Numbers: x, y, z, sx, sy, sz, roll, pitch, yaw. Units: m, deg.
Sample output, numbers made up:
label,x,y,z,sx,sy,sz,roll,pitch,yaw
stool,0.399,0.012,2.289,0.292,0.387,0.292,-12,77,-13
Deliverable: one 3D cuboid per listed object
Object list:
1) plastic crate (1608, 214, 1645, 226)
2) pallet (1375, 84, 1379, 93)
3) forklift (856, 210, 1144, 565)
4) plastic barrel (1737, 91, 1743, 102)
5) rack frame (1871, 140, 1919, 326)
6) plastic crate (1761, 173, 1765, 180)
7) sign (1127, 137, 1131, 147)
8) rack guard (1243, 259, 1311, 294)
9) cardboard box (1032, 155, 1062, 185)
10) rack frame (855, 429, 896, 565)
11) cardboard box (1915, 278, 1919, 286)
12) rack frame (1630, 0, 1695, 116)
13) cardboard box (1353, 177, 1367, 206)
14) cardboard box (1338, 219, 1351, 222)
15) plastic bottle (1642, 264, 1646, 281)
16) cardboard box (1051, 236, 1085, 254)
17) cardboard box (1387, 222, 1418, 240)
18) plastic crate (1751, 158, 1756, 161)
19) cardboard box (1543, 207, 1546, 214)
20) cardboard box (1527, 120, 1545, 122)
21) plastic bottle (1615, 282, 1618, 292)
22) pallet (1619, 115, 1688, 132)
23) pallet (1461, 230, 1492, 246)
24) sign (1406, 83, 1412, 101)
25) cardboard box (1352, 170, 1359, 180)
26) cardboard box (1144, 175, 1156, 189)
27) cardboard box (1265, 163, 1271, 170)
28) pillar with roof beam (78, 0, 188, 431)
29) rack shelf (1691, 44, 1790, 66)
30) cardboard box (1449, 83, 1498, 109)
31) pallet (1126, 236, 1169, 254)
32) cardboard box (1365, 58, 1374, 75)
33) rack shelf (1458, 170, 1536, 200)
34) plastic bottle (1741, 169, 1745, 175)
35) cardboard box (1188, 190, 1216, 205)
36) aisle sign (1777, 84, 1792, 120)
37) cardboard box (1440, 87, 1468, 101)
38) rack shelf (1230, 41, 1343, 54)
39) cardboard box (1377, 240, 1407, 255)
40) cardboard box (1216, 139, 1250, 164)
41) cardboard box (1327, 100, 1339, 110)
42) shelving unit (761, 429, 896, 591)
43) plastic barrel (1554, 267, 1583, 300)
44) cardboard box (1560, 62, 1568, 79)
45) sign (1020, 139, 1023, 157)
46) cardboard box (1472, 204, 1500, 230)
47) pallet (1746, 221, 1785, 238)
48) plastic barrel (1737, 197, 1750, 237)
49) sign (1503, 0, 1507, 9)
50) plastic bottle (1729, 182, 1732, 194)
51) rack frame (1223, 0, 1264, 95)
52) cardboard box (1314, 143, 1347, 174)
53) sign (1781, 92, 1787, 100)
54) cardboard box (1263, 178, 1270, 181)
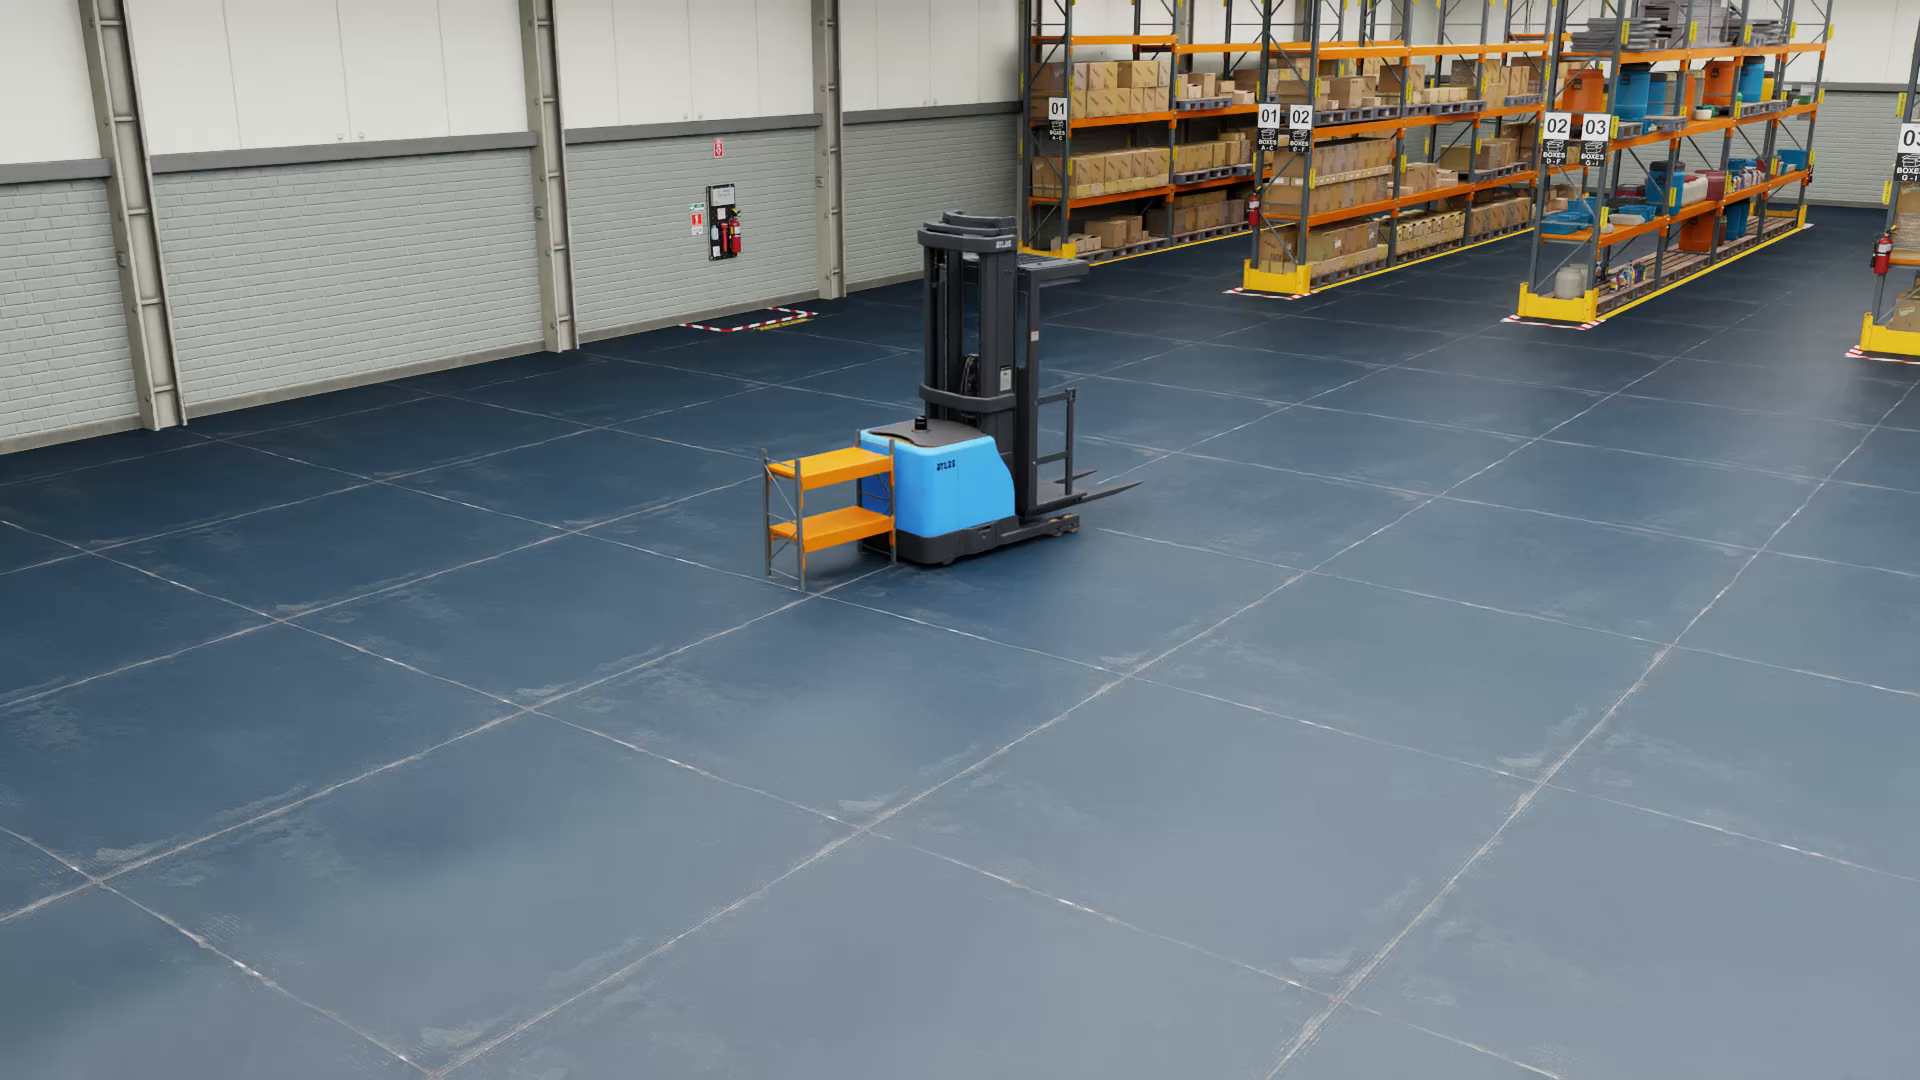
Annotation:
label,x,y,z,sx,sy,sz,roll,pitch,yaw
plastic crate,11.216,-5.388,27.986,0.530,0.136,0.437,12,21,35
pallet,10.014,-11.474,42.231,1.003,0.211,1.213,12,21,35
forklift,0.474,-1.530,15.236,3.031,2.935,1.130,-15,23,-41
plastic barrel,15.180,-8.668,32.602,0.294,0.245,0.294,0,17,0
rack frame,13.575,-4.117,23.450,1.000,3.000,0.127,12,21,35
plastic crate,17.139,-7.839,35.778,0.396,0.136,0.243,12,21,35
sign,3.576,-8.346,35.115,0.100,0.325,0.005,12,21,35
rack guard,5.607,-4.669,29.442,1.175,0.500,0.348,12,21,35
cardboard box,1.751,-7.189,32.296,0.500,0.500,0.500,12,21,34
rack frame,-0.737,-0.376,14.563,0.032,1.125,0.500,-15,23,-41
cardboard box,15.353,-3.851,26.099,0.500,0.500,0.500,-12,21,-33
rack frame,11.980,-8.810,28.446,1.000,3.000,0.127,12,21,35
cardboard box,7.134,-6.517,31.008,0.700,0.500,0.500,13,21,35
cardboard box,7.185,-5.891,31.826,0.500,0.500,0.500,12,21,35
plastic bottle,11.959,-4.685,29.117,0.061,0.283,0.133,14,22,37
cardboard box,2.125,-5.818,32.719,0.500,0.311,0.500,10,20,29
cardboard box,8.753,-6.149,32.976,0.500,0.311,0.500,12,21,34
plastic crate,18.327,-8.594,38.049,0.416,0.233,0.300,12,21,35
cardboard box,13.702,-7.853,39.516,0.380,0.166,0.250,12,21,35
cardboard box,13.769,-9.780,39.832,0.500,0.500,0.500,12,21,34
plastic bottle,10.989,-4.267,27.911,0.097,0.201,0.097,0,17,0
pallet,11.629,-7.098,28.310,1.213,0.211,1.003,12,21,35
pallet,10.863,-6.613,36.190,1.003,0.211,1.213,12,21,35
sign,8.451,-8.441,31.310,0.100,0.325,0.005,12,21,35
cardboard box,7.101,-6.710,30.538,0.380,0.149,0.250,13,22,36
cardboard box,3.682,-7.350,34.080,0.500,0.250,0.500,13,21,35
cardboard box,6.947,-8.634,38.385,0.380,0.149,0.250,13,21,35
pillar with roof beam,-5.905,-4.880,15.790,9.100,9.000,0.400,12,21,35
rack shelf,15.555,-9.705,33.214,1.077,0.370,4.000,12,21,35
cardboard box,10.925,-9.485,35.511,0.910,0.500,0.500,12,21,35
pallet,3.652,-6.198,34.852,1.003,0.211,1.213,12,21,35
cardboard box,10.032,-11.931,41.665,0.500,0.500,0.500,13,21,35
rack shelf,11.580,-7.907,36.866,1.077,0.370,4.000,12,21,35
plastic bottle,16.236,-7.532,34.528,0.144,0.351,0.185,12,21,35
cardboard box,5.328,-7.594,36.855,0.500,0.250,0.500,12,21,34
aisle sign,18.935,-10.114,38.379,0.394,0.787,0.004,12,21,35
cardboard box,10.163,-9.217,34.361,0.500,0.250,0.500,11,20,31
rack shelf,7.599,-11.455,38.852,1.077,0.370,4.000,12,21,35
cardboard box,8.444,-5.761,32.672,0.500,0.250,0.500,12,21,33
cardboard box,6.135,-8.792,37.595,0.700,0.500,0.500,10,20,28
cardboard box,6.464,-7.697,29.401,0.380,0.149,0.250,12,21,35
shelving unit,-1.110,-0.273,14.232,1.048,1.125,0.538,-15,23,-41
plastic barrel,9.928,-4.175,27.123,0.421,0.512,0.421,0,17,0
cardboard box,13.735,-11.021,38.770,0.700,0.500,0.500,12,21,35
sign,1.207,-7.550,32.018,0.100,0.325,0.005,12,21,35
cardboard box,11.499,-7.092,36.504,0.500,0.500,0.500,12,21,34
pallet,17.880,-6.993,37.411,1.003,0.211,1.213,12,21,35
plastic barrel,16.409,-6.922,35.313,0.600,0.901,0.708,12,21,35
sign,12.346,-12.176,37.576,0.100,0.325,0.005,12,21,35
plastic bottle,15.273,-7.022,33.001,0.061,0.283,0.133,12,21,35
rack frame,6.407,-11.513,37.152,1.000,3.000,0.127,12,21,35
cardboard box,6.550,-6.904,30.067,0.700,0.500,0.500,13,21,35
sign,17.188,-9.190,34.711,0.100,0.325,0.005,12,21,35
cardboard box,7.478,-8.182,39.456,0.750,0.750,0.750,12,21,34
